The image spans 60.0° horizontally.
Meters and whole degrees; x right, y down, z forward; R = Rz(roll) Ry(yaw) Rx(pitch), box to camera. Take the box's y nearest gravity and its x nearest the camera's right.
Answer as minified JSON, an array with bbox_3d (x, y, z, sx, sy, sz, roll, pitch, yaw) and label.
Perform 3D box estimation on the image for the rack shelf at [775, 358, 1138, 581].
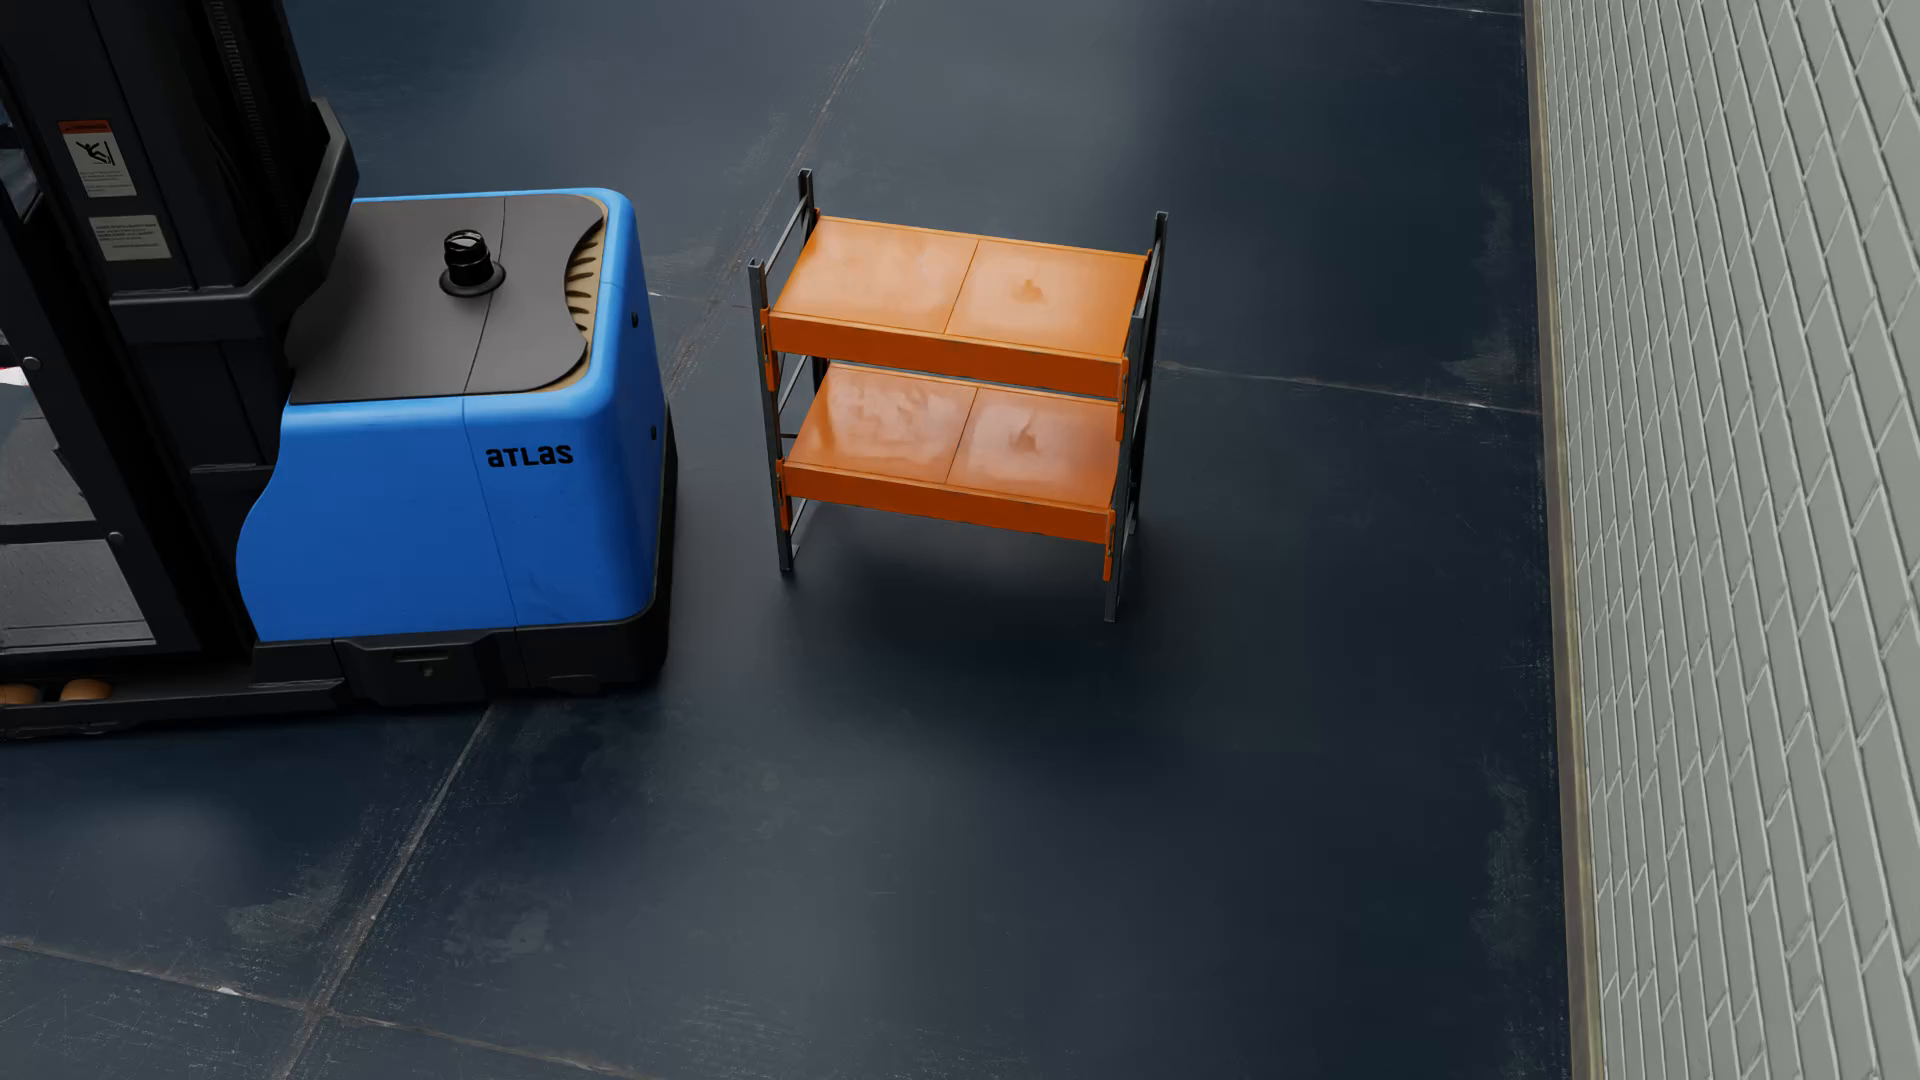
[{"bbox_3d":[0.007,-0.228,5.028,1.000,0.278,0.538,9,45,9],"label":"rack shelf"}]

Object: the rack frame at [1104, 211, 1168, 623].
[{"bbox_3d":[0.503,-0.327,4.779,0.032,1.125,0.500,9,45,9],"label":"rack frame"}]

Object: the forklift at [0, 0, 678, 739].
[{"bbox_3d":[-2.392,-0.881,4.052,3.031,2.935,1.130,-3,44,-3],"label":"forklift"}]

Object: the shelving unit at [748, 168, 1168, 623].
[{"bbox_3d":[0.007,-0.404,4.859,1.048,1.125,0.538,9,45,9],"label":"shelving unit"}]

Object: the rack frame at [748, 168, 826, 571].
[{"bbox_3d":[-0.489,-0.481,4.939,0.032,1.125,0.500,9,45,9],"label":"rack frame"}]

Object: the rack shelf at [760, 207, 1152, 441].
[{"bbox_3d":[0.007,-0.615,4.656,1.000,0.278,0.538,9,45,9],"label":"rack shelf"}]
